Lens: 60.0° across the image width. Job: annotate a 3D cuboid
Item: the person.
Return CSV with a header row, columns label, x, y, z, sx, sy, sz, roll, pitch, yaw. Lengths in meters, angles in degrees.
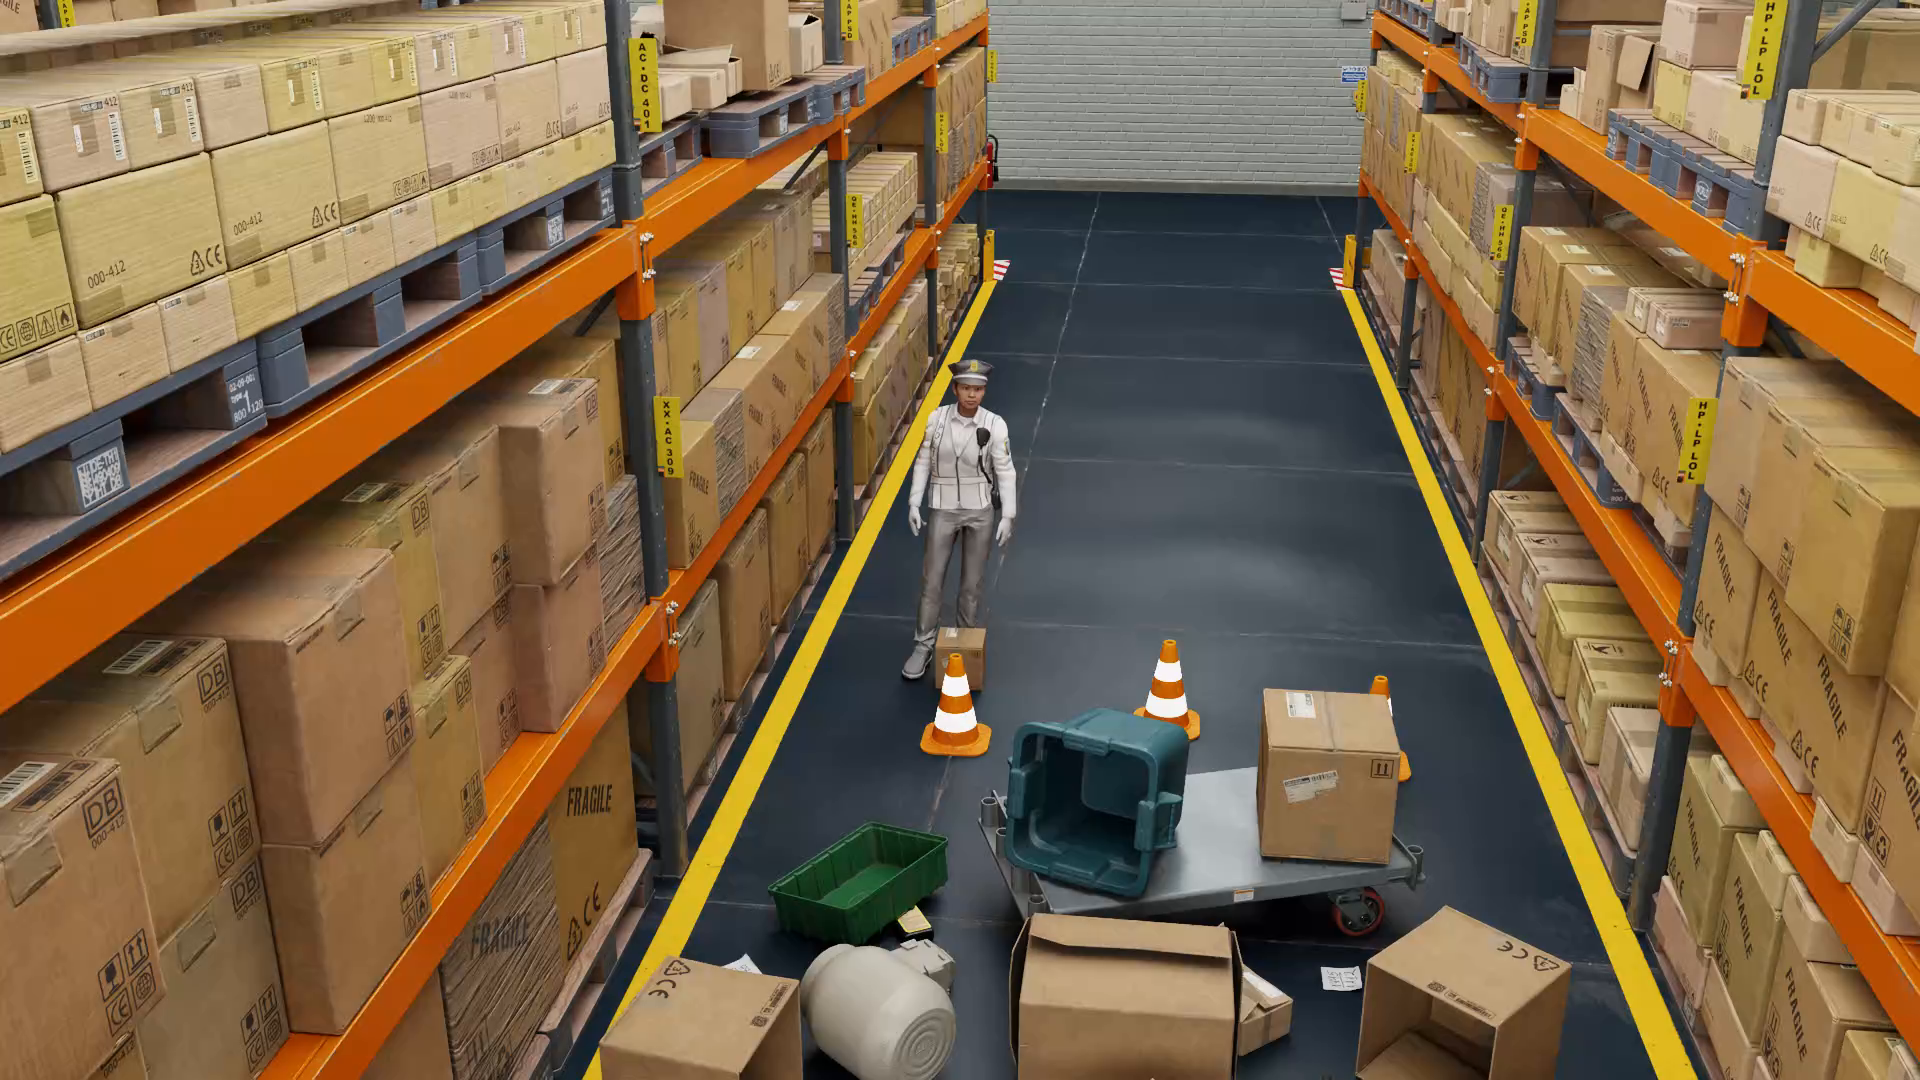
label,x,y,z,sx,sy,sz,roll,pitch,yaw
person,0.001,-0.121,8.824,0.586,1.695,0.532,3,21,6
